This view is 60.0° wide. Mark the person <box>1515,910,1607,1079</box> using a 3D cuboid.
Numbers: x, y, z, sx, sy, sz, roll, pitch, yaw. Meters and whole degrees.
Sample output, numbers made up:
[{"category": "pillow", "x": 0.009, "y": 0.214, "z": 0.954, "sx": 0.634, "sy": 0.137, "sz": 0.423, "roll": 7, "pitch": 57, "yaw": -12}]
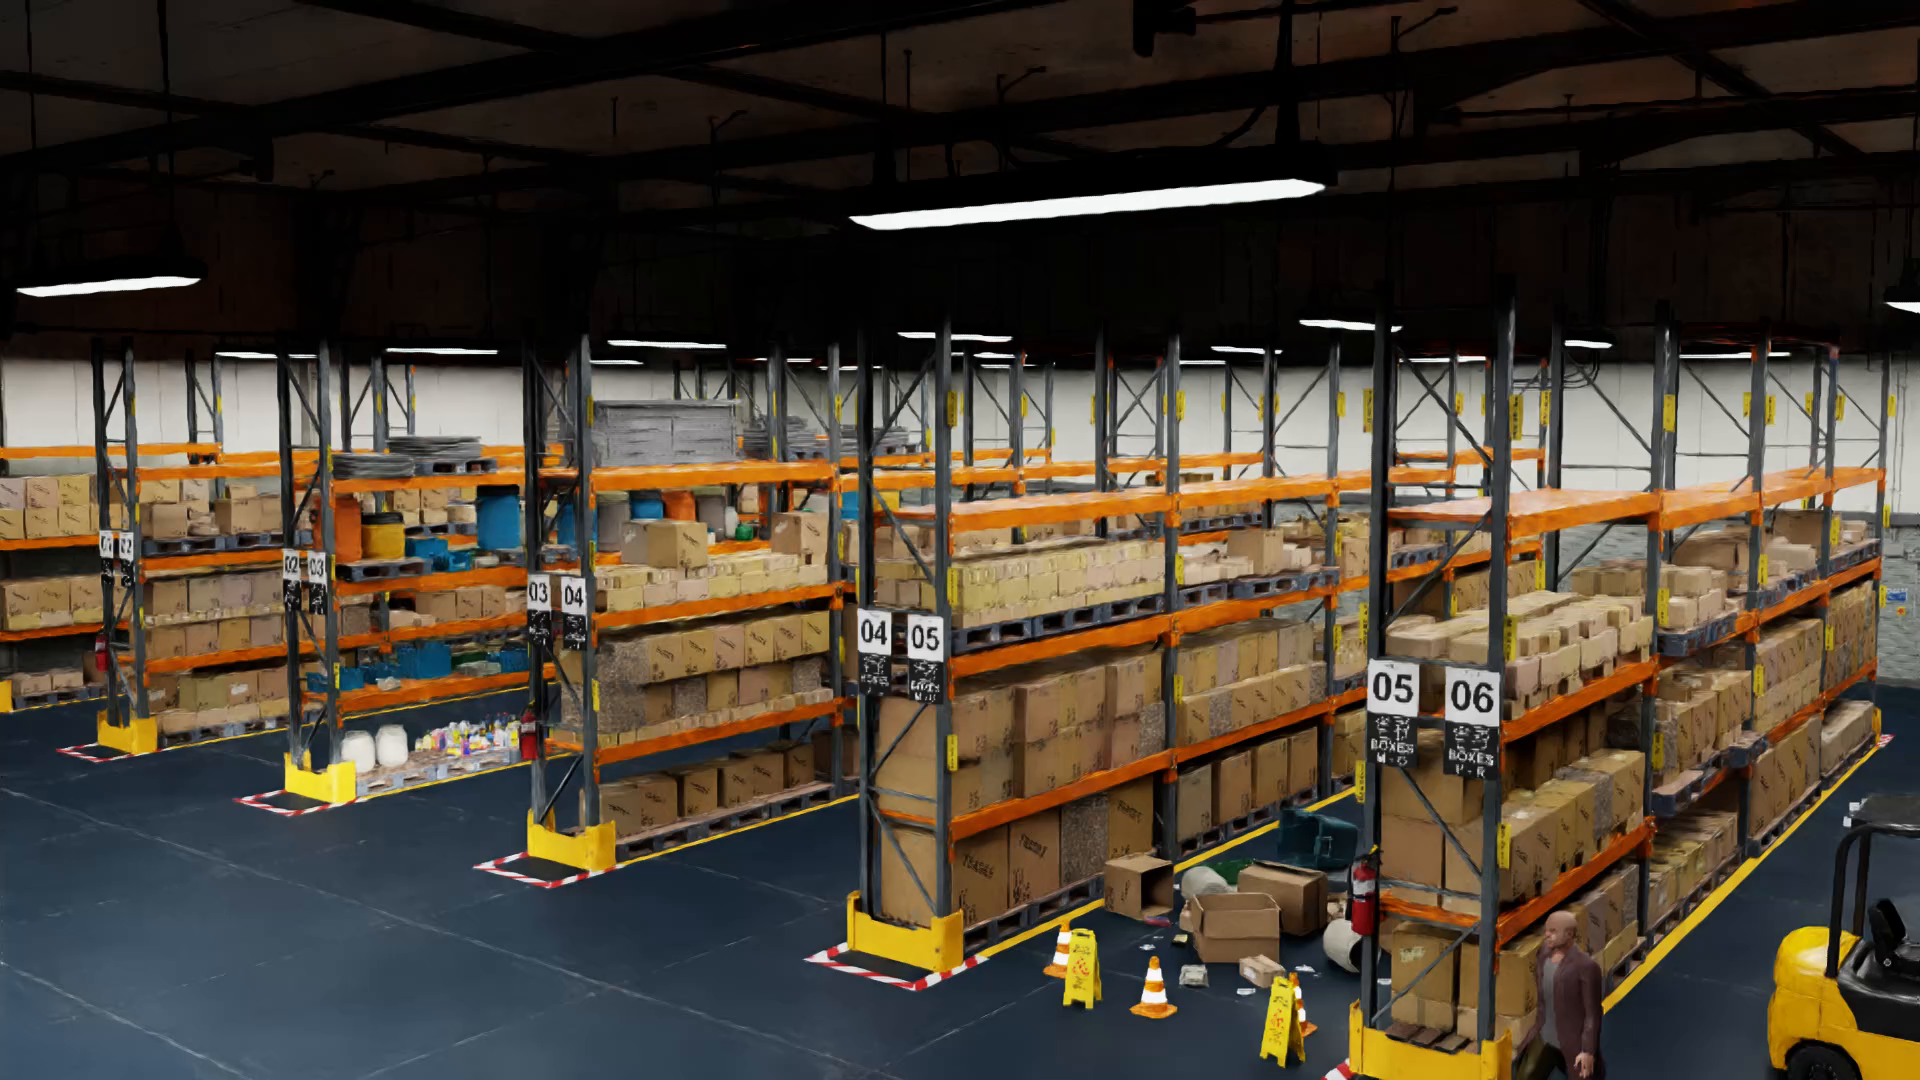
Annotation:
[{"category": "person", "x": 3.968, "y": 3.319, "z": 11.089, "sx": 0.905, "sy": 1.738, "sz": 0.634, "roll": -2, "pitch": 6, "yaw": -26}]
